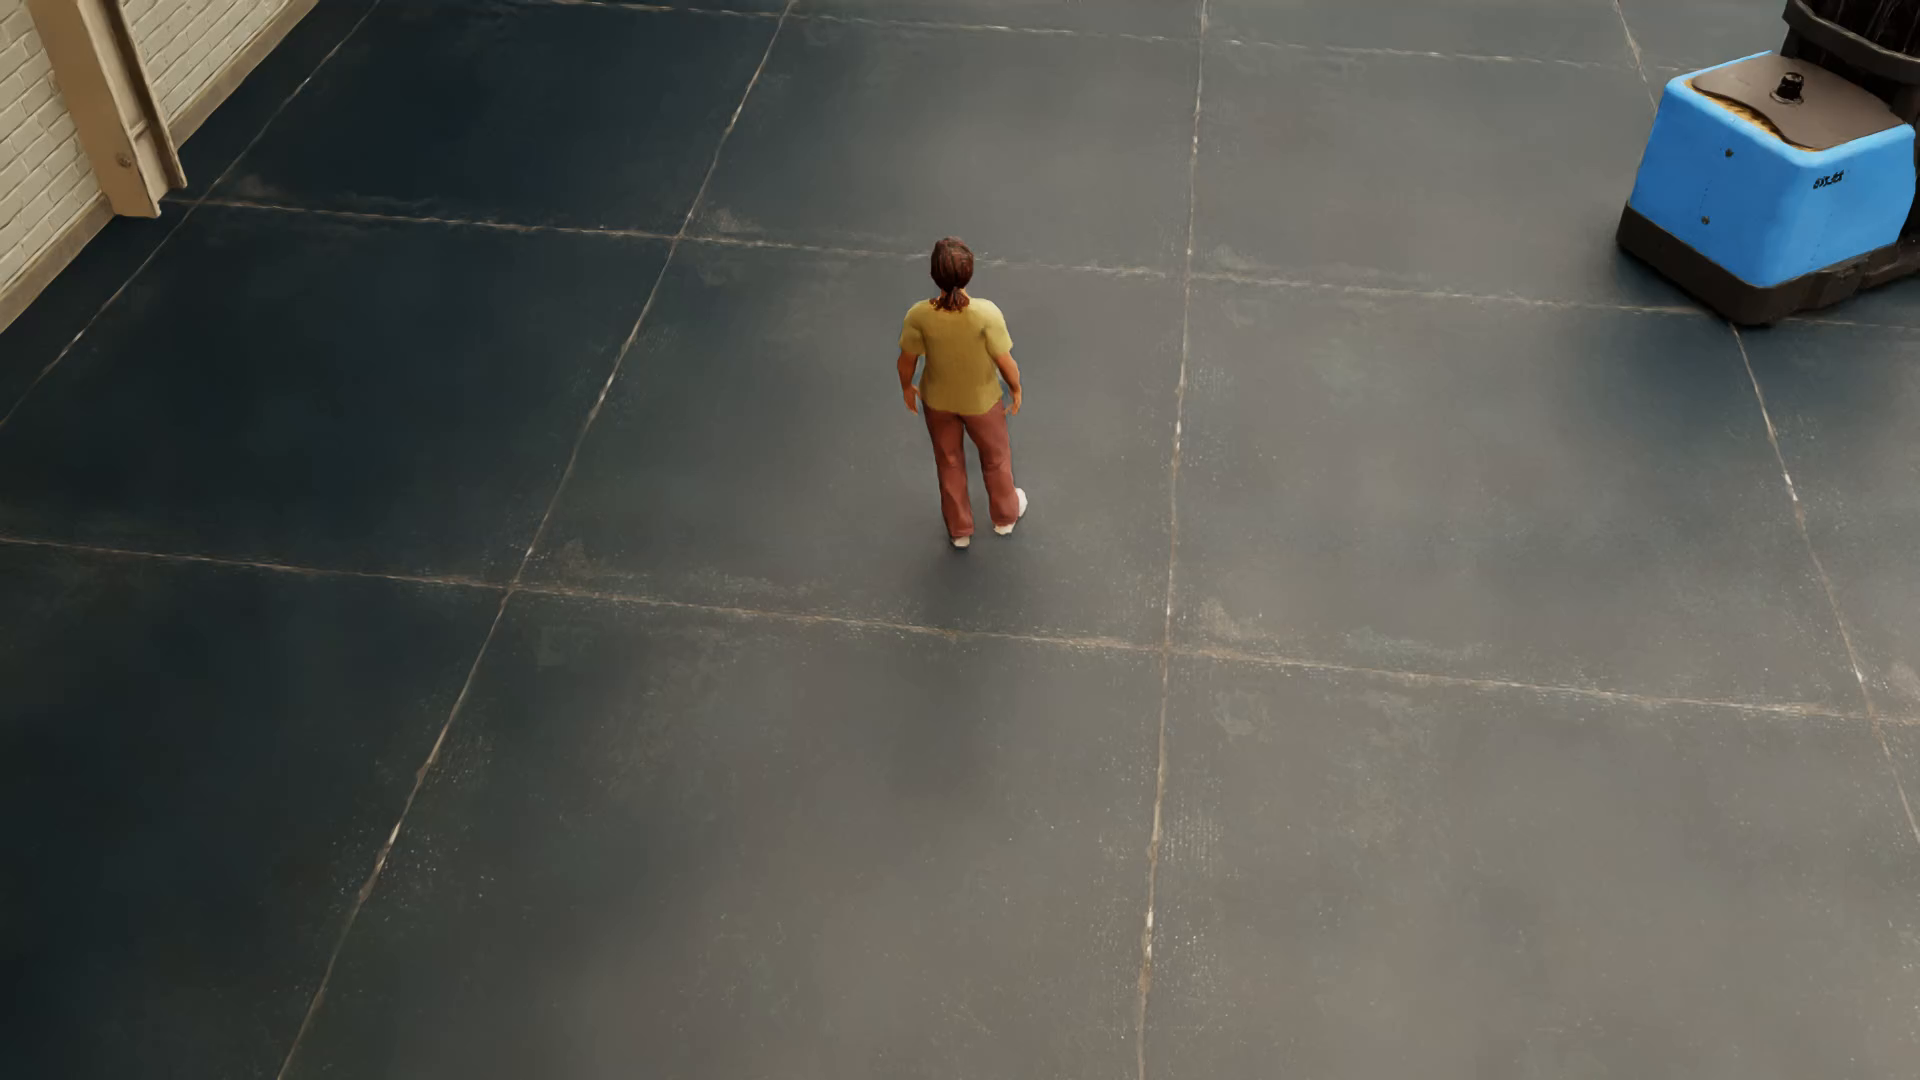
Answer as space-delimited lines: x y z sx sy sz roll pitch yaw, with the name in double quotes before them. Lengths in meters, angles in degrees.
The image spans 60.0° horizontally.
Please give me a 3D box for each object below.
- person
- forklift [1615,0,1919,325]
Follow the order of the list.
"person" 0.022 -0.678 7.380 0.554 1.674 0.526 5 43 6
"forklift" 5.370 -2.959 8.946 3.031 2.935 1.130 -19 46 -20
